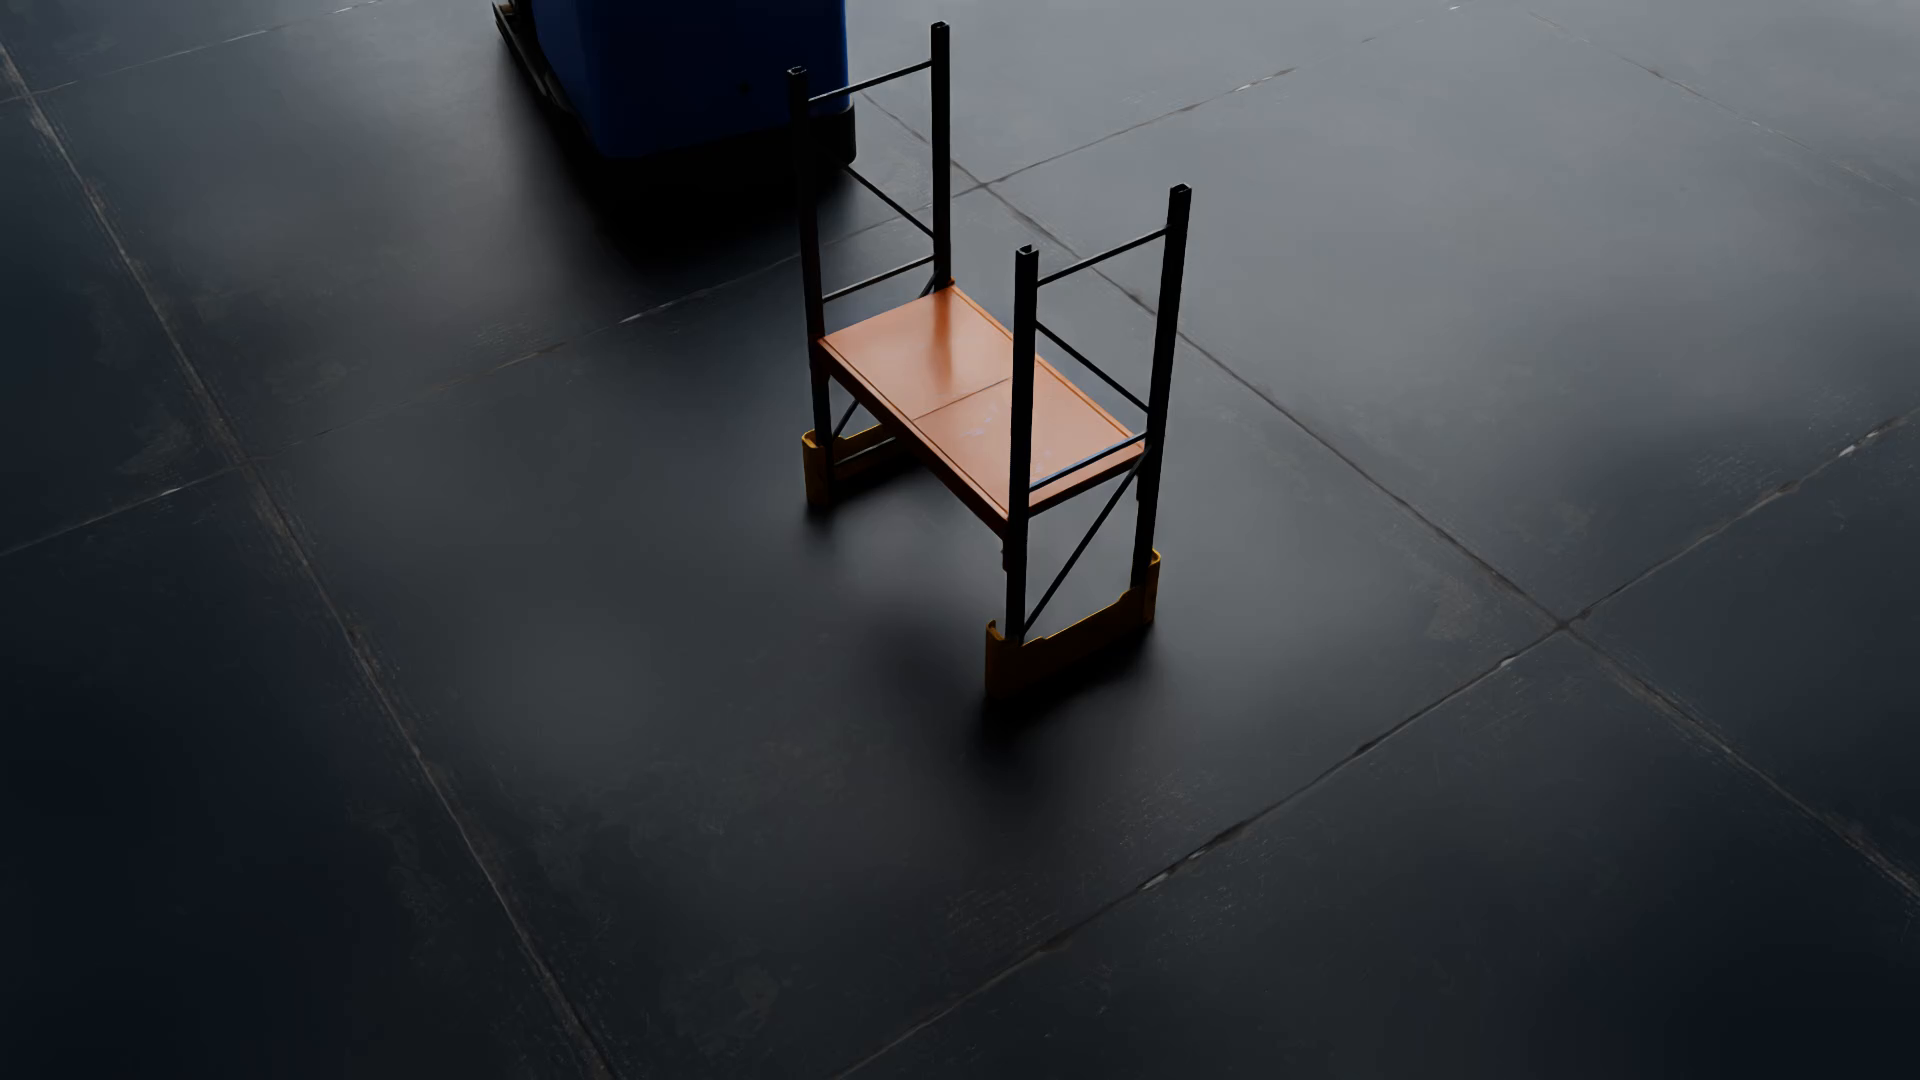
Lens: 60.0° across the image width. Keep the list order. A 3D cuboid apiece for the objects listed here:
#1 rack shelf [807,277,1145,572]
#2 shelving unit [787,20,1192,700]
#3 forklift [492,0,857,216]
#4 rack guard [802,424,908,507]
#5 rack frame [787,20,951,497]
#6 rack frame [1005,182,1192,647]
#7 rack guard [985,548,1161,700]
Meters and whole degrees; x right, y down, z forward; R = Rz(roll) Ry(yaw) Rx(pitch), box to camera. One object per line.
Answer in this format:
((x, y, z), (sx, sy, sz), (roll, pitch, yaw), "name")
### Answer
((0.049, -0.364, 4.806), (0.538, 0.185, 1.000), (-26, 49, -24), "rack shelf")
((0.044, -0.499, 4.687), (0.587, 1.500, 1.083), (-26, 49, -24), "shelving unit")
((-1.487, -3.347, 6.633), (1.130, 2.935, 3.031), (-17, 46, -17), "forklift")
((-0.241, -0.329, 5.414), (0.587, 0.250, 0.087), (-26, 49, -24), "rack guard")
((-0.242, -0.782, 4.983), (0.500, 1.500, 0.032), (-26, 49, -24), "rack frame")
((0.340, -0.206, 4.380), (0.500, 1.500, 0.032), (-26, 49, -24), "rack frame")
((0.329, 0.235, 4.823), (0.587, 0.250, 0.087), (-26, 49, -24), "rack guard")
